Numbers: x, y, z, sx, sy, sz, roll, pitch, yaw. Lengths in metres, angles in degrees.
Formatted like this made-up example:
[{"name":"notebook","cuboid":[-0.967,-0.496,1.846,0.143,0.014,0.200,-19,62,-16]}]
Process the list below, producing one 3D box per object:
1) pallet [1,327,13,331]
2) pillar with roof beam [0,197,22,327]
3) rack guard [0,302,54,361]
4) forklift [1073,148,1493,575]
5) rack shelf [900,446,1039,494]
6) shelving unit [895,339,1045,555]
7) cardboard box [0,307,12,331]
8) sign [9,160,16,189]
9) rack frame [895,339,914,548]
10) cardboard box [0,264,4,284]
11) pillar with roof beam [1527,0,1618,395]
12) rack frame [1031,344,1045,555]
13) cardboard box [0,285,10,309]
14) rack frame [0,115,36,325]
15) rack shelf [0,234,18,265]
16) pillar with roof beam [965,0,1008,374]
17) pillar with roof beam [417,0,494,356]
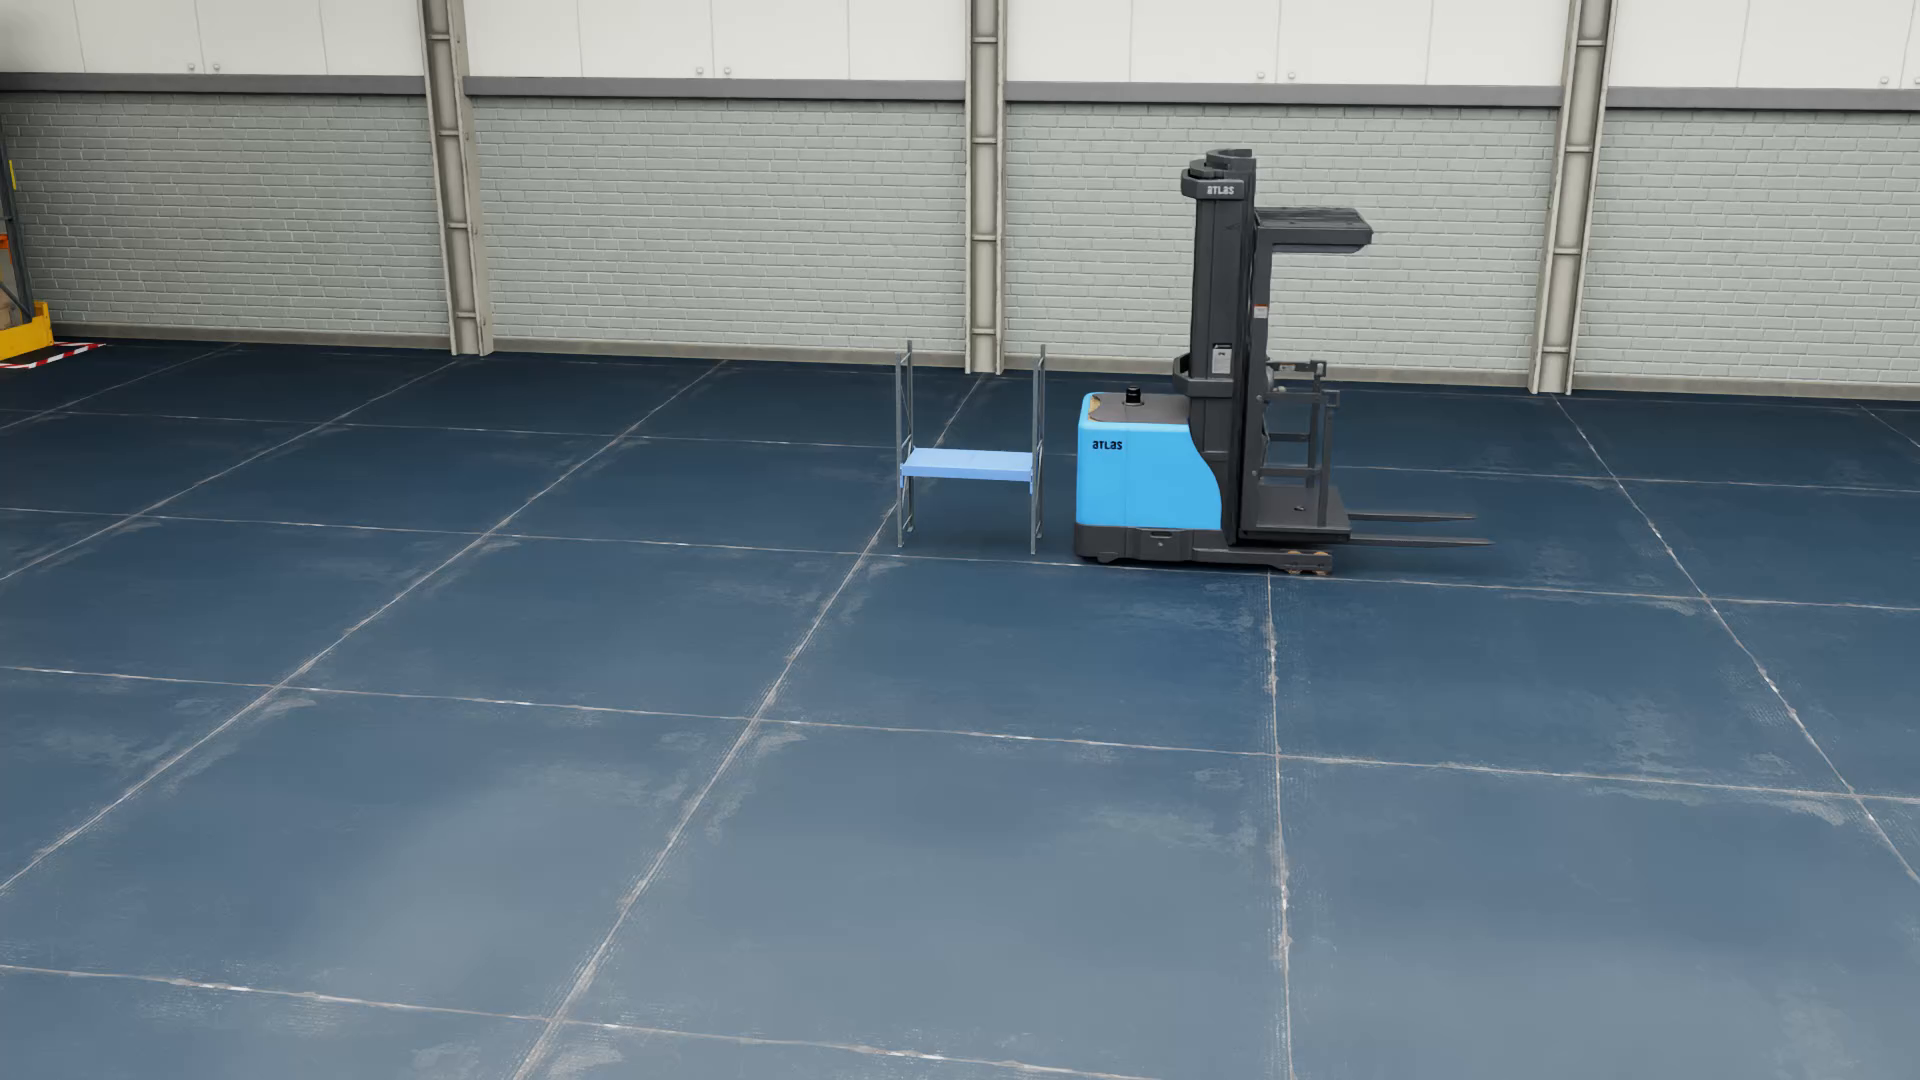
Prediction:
[{"name":"pallet","cuboid":[-11.791,-2.286,19.301,1.213,0.211,1.003,3,19,9]},{"name":"pillar with roof beam","cuboid":[-12.257,-5.396,14.749,0.400,9.000,9.100,3,19,9]},{"name":"rack guard","cuboid":[-11.005,-2.396,19.176,0.348,0.500,1.175,3,19,9]},{"name":"forklift","cuboid":[2.394,-1.315,12.113,3.031,2.935,1.130,2,19,6]},{"name":"rack shelf","cuboid":[0.084,-0.536,12.609,1.000,0.185,0.538,3,19,9]},{"name":"shelving unit","cuboid":[0.084,-0.707,12.552,1.048,1.500,0.538,3,19,9]},{"name":"cardboard box","cuboid":[-11.483,-2.564,19.410,0.500,0.250,0.500,3,19,9]},{"name":"sign","cuboid":[-10.935,-4.204,19.152,0.005,0.325,0.100,3,19,9]},{"name":"rack frame","cuboid":[-0.418,-0.733,12.629,0.032,1.500,0.500,3,19,9]},{"name":"cardboard box","cuboid":[-11.474,-3.035,19.244,0.500,0.250,0.500,3,19,8]},{"name":"pillar with roof beam","cuboid":[5.516,-4.490,12.042,0.400,9.000,9.100,3,19,9]},{"name":"rack frame","cuboid":[0.586,-0.681,12.476,0.032,1.500,0.500,3,19,9]},{"name":"cardboard box","cuboid":[-11.460,-2.804,19.339,0.500,0.250,0.500,3,19,10]},{"name":"rack frame","cuboid":[-11.029,-3.583,18.783,0.127,3.000,1.000,3,19,9]},{"name":"rack shelf","cuboid":[-13.004,-3.342,19.198,4.000,0.370,1.077,3,19,9]},{"name":"pillar with roof beam","cuboid":[-0.408,-4.792,12.944,0.400,9.000,9.100,3,19,9]},{"name":"pillar with roof beam","cuboid":[-6.332,-5.094,13.847,0.400,9.000,9.100,3,19,9]}]
